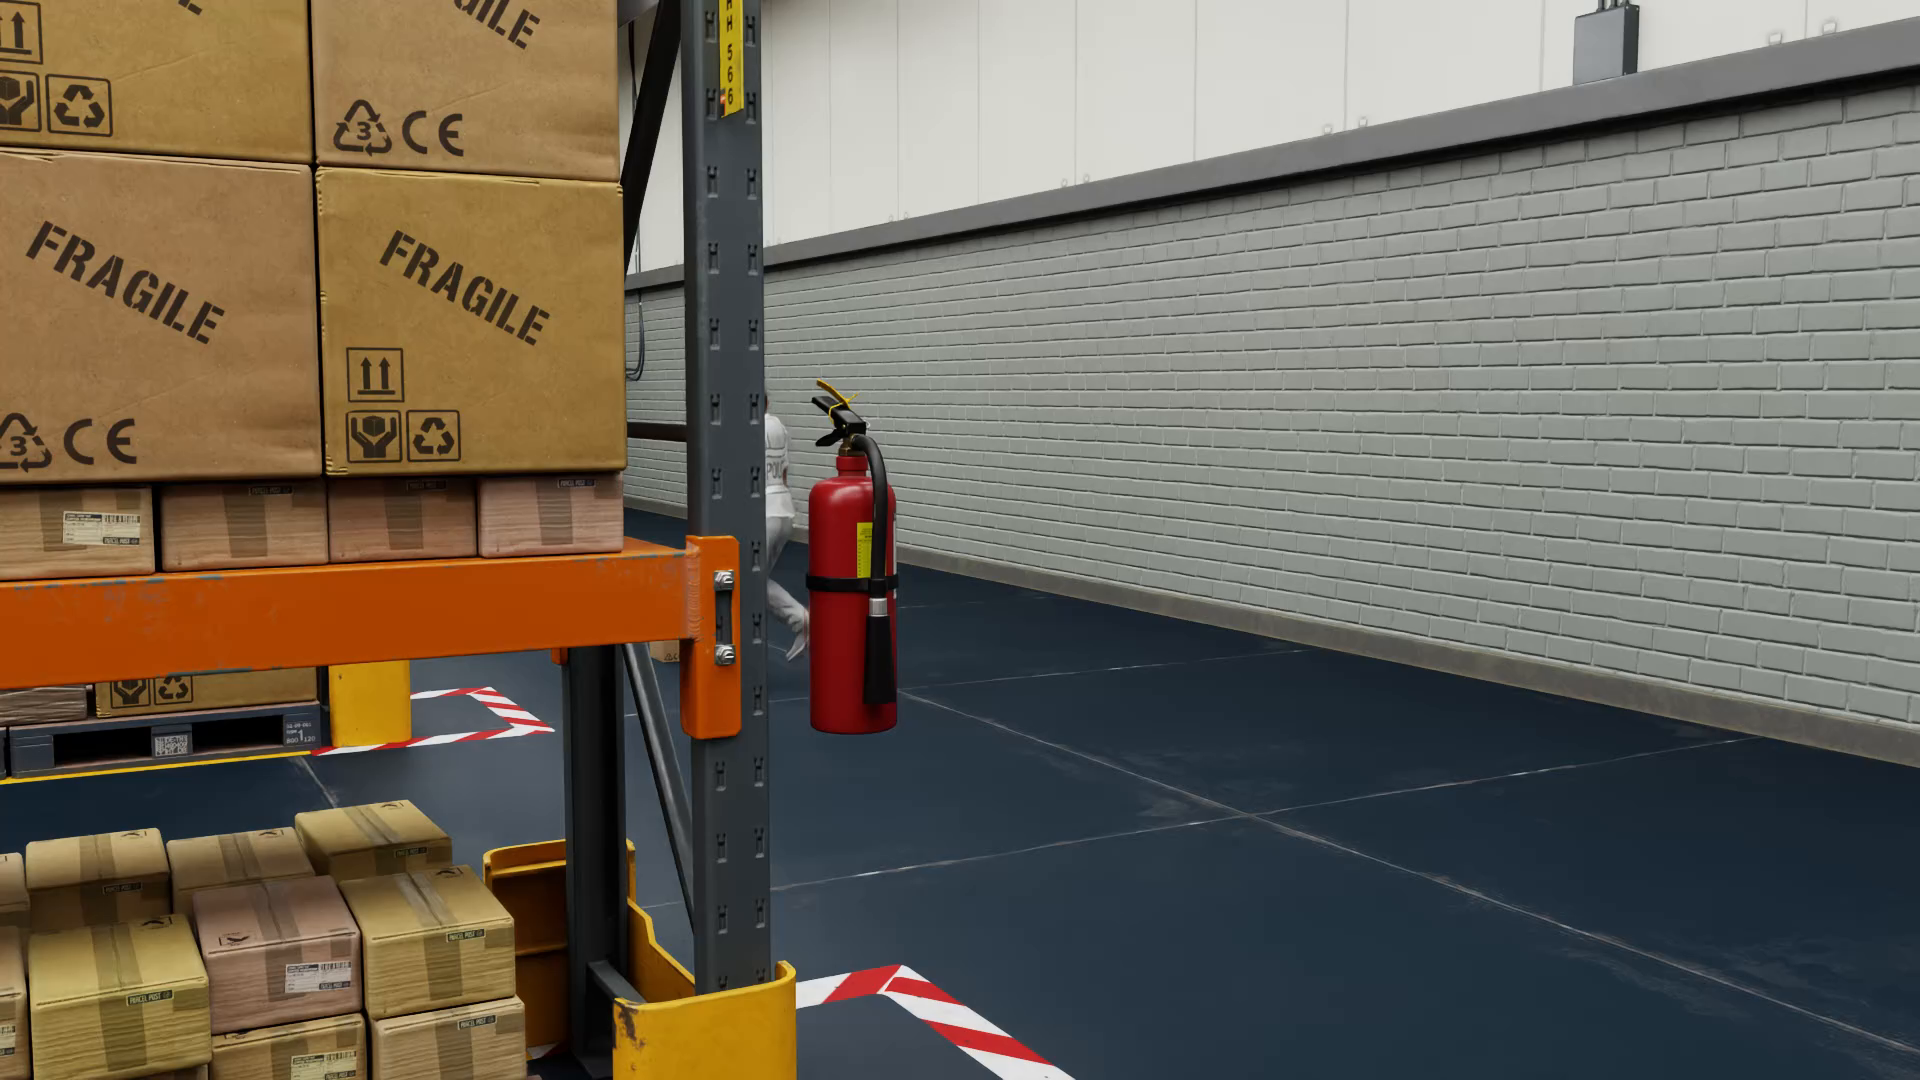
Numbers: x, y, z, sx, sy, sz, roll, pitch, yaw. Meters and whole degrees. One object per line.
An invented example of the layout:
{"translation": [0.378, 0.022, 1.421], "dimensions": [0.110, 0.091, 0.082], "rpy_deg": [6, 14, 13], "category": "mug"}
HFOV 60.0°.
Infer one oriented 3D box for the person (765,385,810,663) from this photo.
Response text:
{"translation": [-1.092, -0.071, 9.181], "dimensions": [0.590, 1.656, 0.518], "rpy_deg": [1, 5, 12], "category": "person"}
